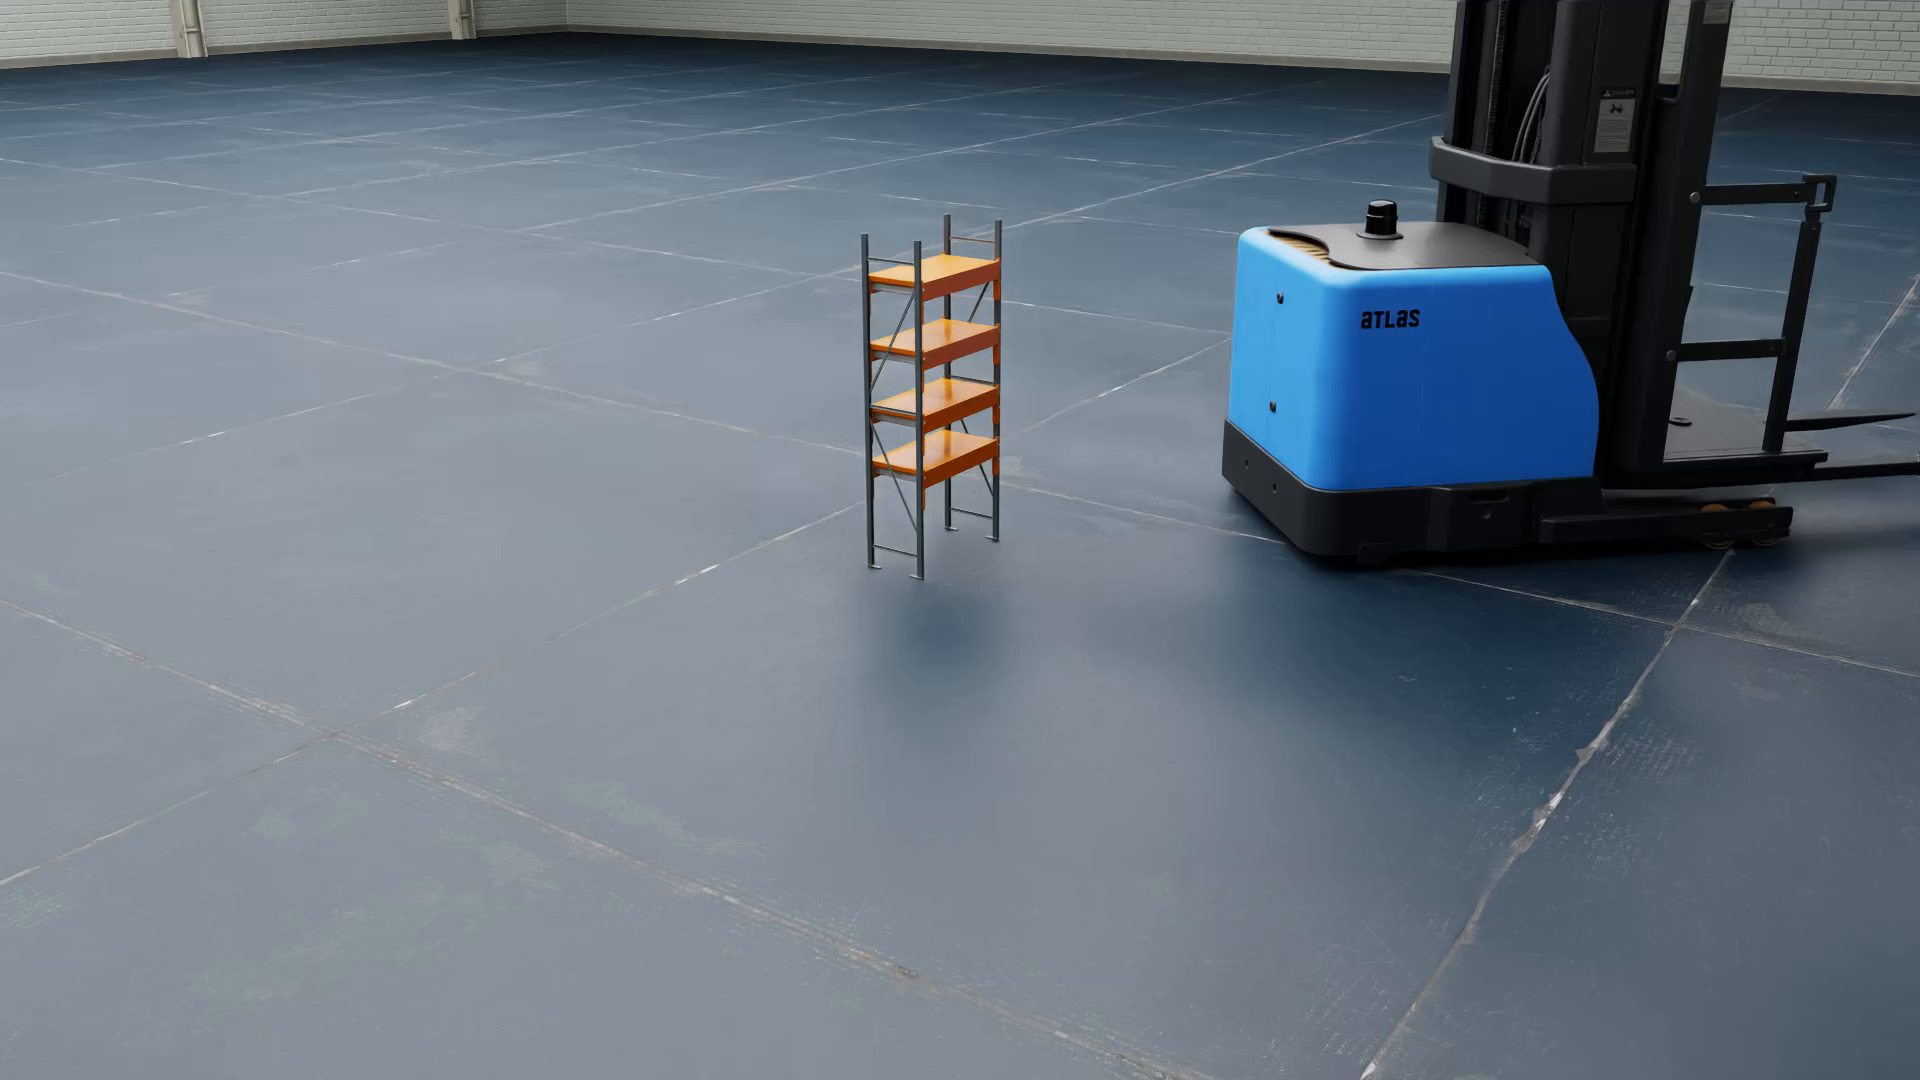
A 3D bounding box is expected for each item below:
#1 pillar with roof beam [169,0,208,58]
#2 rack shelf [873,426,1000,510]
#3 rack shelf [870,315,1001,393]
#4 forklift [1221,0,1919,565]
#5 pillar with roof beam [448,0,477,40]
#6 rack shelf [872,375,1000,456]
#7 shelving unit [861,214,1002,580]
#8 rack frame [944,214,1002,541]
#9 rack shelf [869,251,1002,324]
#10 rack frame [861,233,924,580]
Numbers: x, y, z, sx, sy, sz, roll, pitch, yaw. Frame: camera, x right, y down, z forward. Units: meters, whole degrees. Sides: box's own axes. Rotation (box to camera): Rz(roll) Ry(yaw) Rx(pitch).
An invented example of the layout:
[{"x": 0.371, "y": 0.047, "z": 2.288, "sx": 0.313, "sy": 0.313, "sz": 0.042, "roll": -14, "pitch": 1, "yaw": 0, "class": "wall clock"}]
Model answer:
[{"x": -9.912, "y": -11.867, "z": 25.375, "sx": 9.100, "sy": 9.000, "sz": 0.400, "roll": 13, "pitch": 24, "yaw": 32, "class": "pillar with roof beam"}, {"x": -0.093, "y": -0.266, "z": 6.021, "sx": 0.258, "sy": 0.148, "sz": 0.480, "roll": 13, "pitch": 24, "yaw": 32, "class": "rack shelf"}, {"x": -0.093, "y": -0.662, "z": 5.874, "sx": 0.258, "sy": 0.148, "sz": 0.480, "roll": 13, "pitch": 24, "yaw": 32, "class": "rack shelf"}, {"x": 2.633, "y": -1.516, "z": 6.139, "sx": 3.031, "sy": 2.935, "sz": 1.130, "roll": -4, "pitch": 21, "yaw": -10, "class": "forklift"}, {"x": -6.539, "y": -13.588, "z": 30.029, "sx": 9.100, "sy": 9.000, "sz": 0.400, "roll": 13, "pitch": 24, "yaw": 32, "class": "pillar with roof beam"}, {"x": -0.093, "y": -0.452, "z": 5.952, "sx": 0.258, "sy": 0.148, "sz": 0.480, "roll": 13, "pitch": 24, "yaw": 32, "class": "rack shelf"}, {"x": -0.093, "y": -0.515, "z": 5.928, "sx": 0.258, "sy": 1.200, "sz": 0.503, "roll": 13, "pitch": 24, "yaw": 32, "class": "shelving unit"}, {"x": 0.044, "y": -0.585, "z": 6.118, "sx": 0.240, "sy": 1.200, "sz": 0.015, "roll": 13, "pitch": 24, "yaw": 32, "class": "rack frame"}, {"x": -0.093, "y": -0.884, "z": 5.792, "sx": 0.258, "sy": 0.148, "sz": 0.480, "roll": 13, "pitch": 24, "yaw": 32, "class": "rack shelf"}, {"x": -0.230, "y": -0.445, "z": 5.739, "sx": 0.240, "sy": 1.200, "sz": 0.015, "roll": 13, "pitch": 24, "yaw": 32, "class": "rack frame"}]
